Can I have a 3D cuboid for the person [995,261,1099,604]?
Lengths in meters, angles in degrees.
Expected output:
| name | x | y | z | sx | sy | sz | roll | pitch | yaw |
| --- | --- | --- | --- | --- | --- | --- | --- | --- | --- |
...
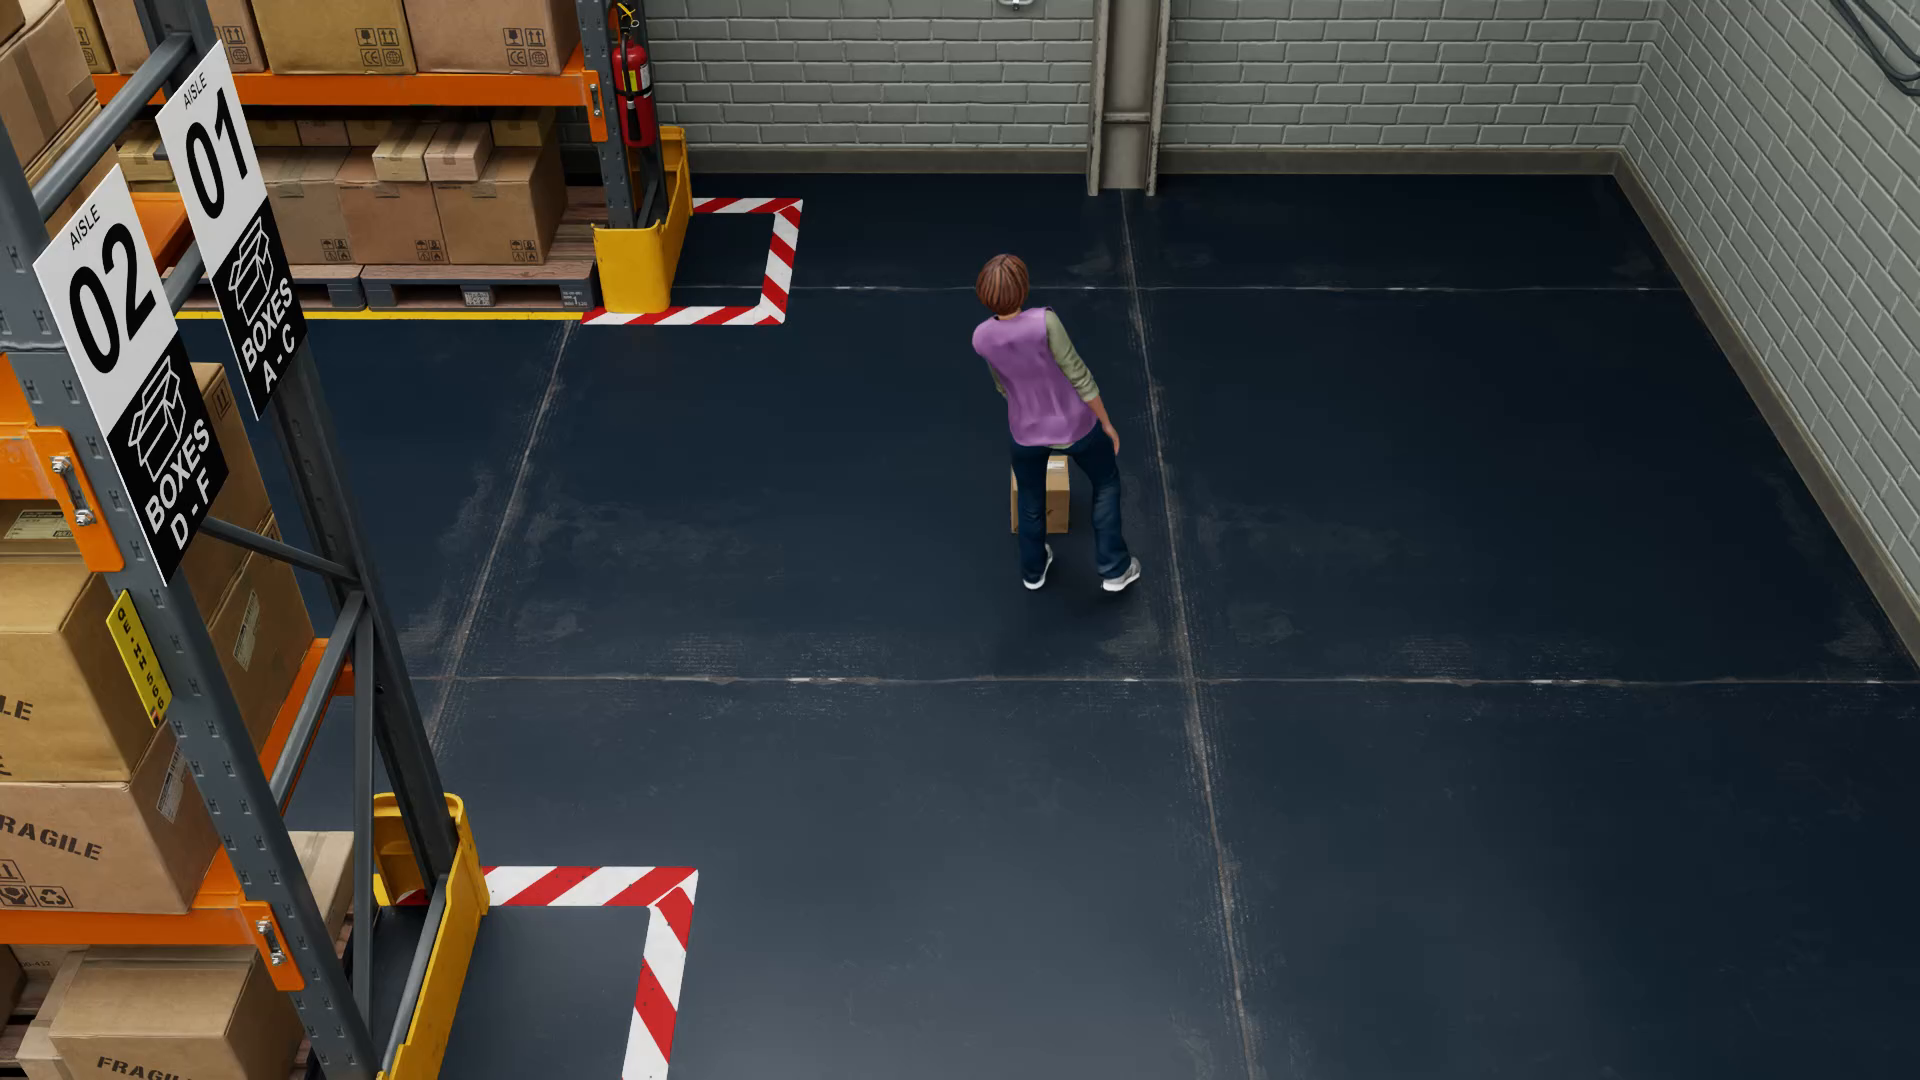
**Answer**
| name | x | y | z | sx | sy | sz | roll | pitch | yaw |
| --- | --- | --- | --- | --- | --- | --- | --- | --- | --- |
| person | 0.342 | -0.408 | 6.654 | 0.409 | 1.603 | 0.312 | 1 | 40 | 1 |
